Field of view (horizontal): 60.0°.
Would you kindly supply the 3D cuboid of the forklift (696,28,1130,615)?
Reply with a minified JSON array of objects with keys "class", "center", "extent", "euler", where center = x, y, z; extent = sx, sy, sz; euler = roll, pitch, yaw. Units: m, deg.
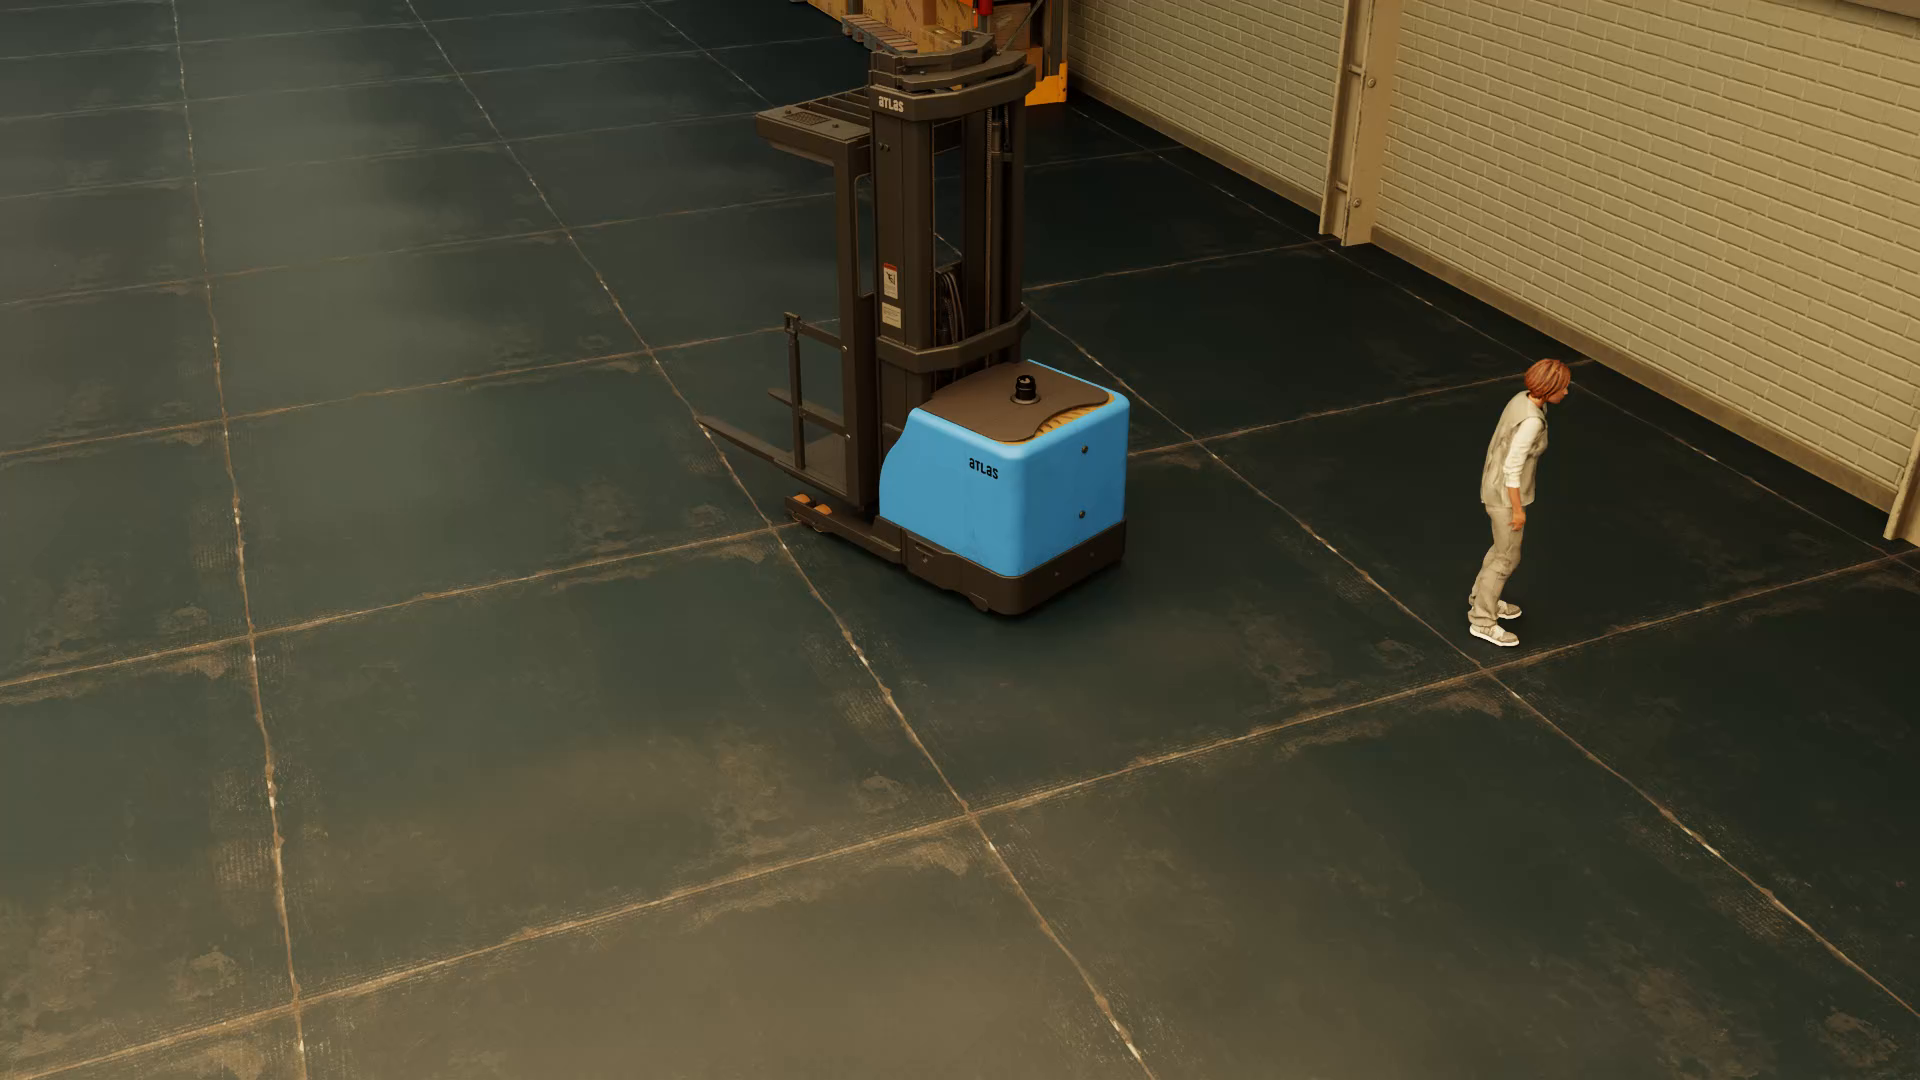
[{"class":"forklift","center":[-0.436,-1.483,9.714],"extent":[3.031,2.935,1.130],"euler":[26,39,37]}]

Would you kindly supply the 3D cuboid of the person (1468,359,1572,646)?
[{"class":"person","center":[2.951,-0.228,8.867],"extent":[0.345,1.593,0.464],"euler":[10,31,17]}]
